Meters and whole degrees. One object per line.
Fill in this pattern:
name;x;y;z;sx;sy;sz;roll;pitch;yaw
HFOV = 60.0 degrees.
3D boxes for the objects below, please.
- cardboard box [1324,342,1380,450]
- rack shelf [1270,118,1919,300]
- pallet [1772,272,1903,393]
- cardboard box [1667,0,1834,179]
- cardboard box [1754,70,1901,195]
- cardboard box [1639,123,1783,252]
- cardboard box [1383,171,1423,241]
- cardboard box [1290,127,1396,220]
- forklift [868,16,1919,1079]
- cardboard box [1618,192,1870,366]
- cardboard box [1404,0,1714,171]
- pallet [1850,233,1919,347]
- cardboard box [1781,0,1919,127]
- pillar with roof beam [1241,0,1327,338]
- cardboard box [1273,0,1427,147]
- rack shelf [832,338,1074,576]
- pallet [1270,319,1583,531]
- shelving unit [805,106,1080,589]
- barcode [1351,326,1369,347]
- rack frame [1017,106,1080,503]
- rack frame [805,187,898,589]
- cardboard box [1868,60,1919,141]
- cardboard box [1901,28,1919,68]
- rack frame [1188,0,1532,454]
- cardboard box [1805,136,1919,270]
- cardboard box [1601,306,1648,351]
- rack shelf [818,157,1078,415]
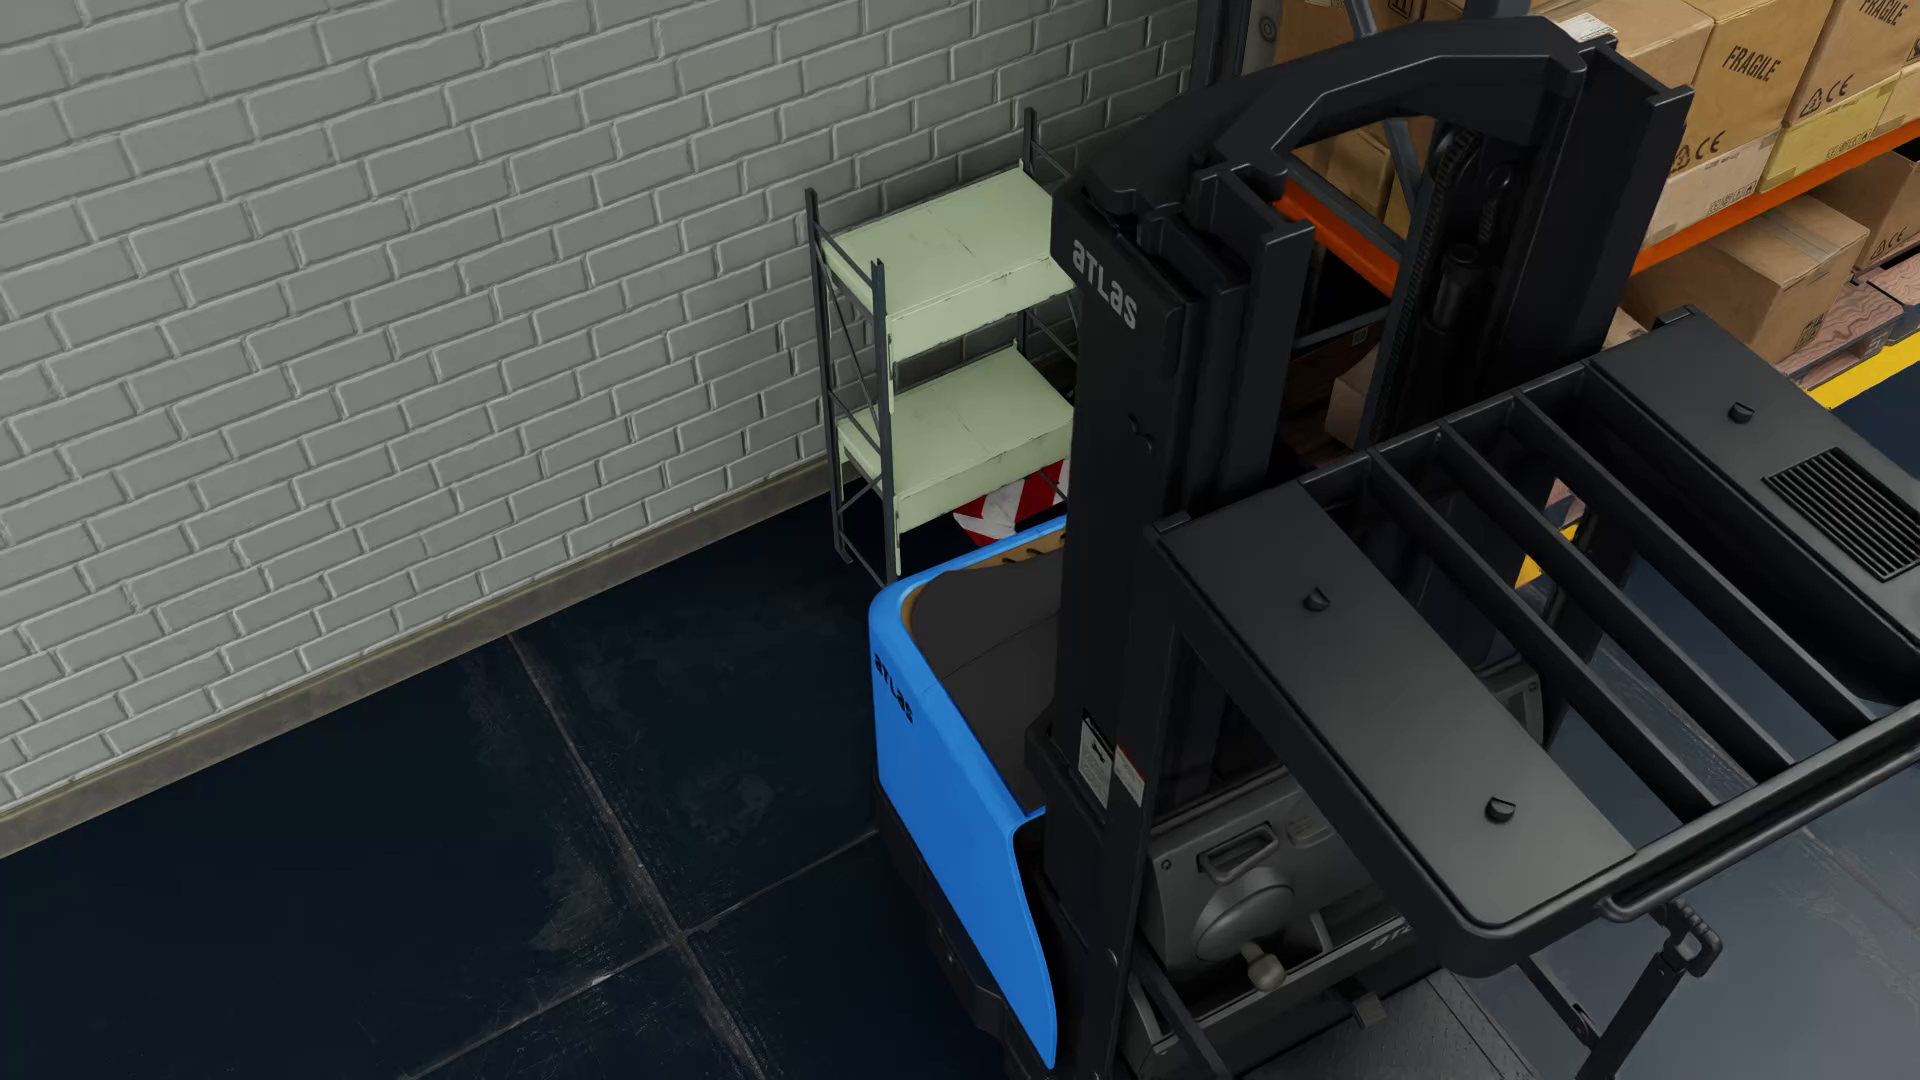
cardboard box;1.613;-0.456;5.654;0.500;0.311;0.500;-31;55;-25
rack shelf;2.671;-1.543;5.597;4.000;0.370;1.077;-25;53;-21
pallet;2.781;-0.873;6.386;1.213;0.211;1.003;-25;53;-21
cardboard box;1.967;-1.383;4.558;0.500;0.500;0.500;-25;53;-21
cardboard box;2.427;-1.351;5.032;0.500;0.250;0.500;-26;53;-21
cardboard box;1.993;-1.152;4.854;0.500;0.250;0.500;-27;54;-22
cardboard box;1.562;-0.936;4.662;0.500;0.250;0.500;-27;54;-22
cardboard box;1.272;-1.251;4.943;0.500;0.250;0.500;-25;53;-20
forklift;0.886;0.677;3.184;1.130;2.935;3.031;-22;52;-18
cardboard box;2.742;-1.007;6.018;0.500;0.500;0.700;-28;54;-23
cardboard box;1.544;-1.192;4.388;0.500;0.500;0.500;-25;53;-21
pallet;3.814;-1.362;6.822;1.213;0.211;1.003;-25;53;-21
cardboard box;2.408;-1.585;4.737;0.500;0.500;0.500;-27;54;-22
pillar with roof beam;3.407;-1.087;0.692;0.400;9.000;9.100;-25;53;-21
cardboard box;1.265;-1.514;4.674;0.500;0.500;0.500;-26;53;-21
rack shelf;-0.006;-0.279;5.431;0.720;0.370;0.431;-25;53;-21
pallet;1.750;-0.390;5.956;1.213;0.211;1.003;-25;53;-21
shelving unit;-0.006;-0.496;5.187;0.755;1.500;0.431;-25;53;-21
barcode;1.415;-0.719;5.882;0.075;0.075;0.001;-25;53;-21
rack frame;0.304;-0.642;5.317;0.023;1.500;0.400;-25;53;-21
rack frame;-0.315;-0.350;5.058;0.023;1.500;0.400;-25;53;-21
cardboard box;2.856;-1.551;5.210;0.500;0.250;0.500;-25;53;-20
cardboard box;2.838;-1.798;4.927;0.500;0.500;0.500;-24;52;-20
rack frame;0.980;-0.986;4.619;0.127;3.000;1.000;-25;53;-21
cardboard box;3.506;-1.456;6.417;0.500;0.500;0.500;-29;54;-23
cardboard box;2.095;-0.684;5.856;0.500;0.311;0.500;-21;52;-18
rack shelf;-0.006;-0.756;4.896;0.720;0.370;0.431;-25;53;-21
